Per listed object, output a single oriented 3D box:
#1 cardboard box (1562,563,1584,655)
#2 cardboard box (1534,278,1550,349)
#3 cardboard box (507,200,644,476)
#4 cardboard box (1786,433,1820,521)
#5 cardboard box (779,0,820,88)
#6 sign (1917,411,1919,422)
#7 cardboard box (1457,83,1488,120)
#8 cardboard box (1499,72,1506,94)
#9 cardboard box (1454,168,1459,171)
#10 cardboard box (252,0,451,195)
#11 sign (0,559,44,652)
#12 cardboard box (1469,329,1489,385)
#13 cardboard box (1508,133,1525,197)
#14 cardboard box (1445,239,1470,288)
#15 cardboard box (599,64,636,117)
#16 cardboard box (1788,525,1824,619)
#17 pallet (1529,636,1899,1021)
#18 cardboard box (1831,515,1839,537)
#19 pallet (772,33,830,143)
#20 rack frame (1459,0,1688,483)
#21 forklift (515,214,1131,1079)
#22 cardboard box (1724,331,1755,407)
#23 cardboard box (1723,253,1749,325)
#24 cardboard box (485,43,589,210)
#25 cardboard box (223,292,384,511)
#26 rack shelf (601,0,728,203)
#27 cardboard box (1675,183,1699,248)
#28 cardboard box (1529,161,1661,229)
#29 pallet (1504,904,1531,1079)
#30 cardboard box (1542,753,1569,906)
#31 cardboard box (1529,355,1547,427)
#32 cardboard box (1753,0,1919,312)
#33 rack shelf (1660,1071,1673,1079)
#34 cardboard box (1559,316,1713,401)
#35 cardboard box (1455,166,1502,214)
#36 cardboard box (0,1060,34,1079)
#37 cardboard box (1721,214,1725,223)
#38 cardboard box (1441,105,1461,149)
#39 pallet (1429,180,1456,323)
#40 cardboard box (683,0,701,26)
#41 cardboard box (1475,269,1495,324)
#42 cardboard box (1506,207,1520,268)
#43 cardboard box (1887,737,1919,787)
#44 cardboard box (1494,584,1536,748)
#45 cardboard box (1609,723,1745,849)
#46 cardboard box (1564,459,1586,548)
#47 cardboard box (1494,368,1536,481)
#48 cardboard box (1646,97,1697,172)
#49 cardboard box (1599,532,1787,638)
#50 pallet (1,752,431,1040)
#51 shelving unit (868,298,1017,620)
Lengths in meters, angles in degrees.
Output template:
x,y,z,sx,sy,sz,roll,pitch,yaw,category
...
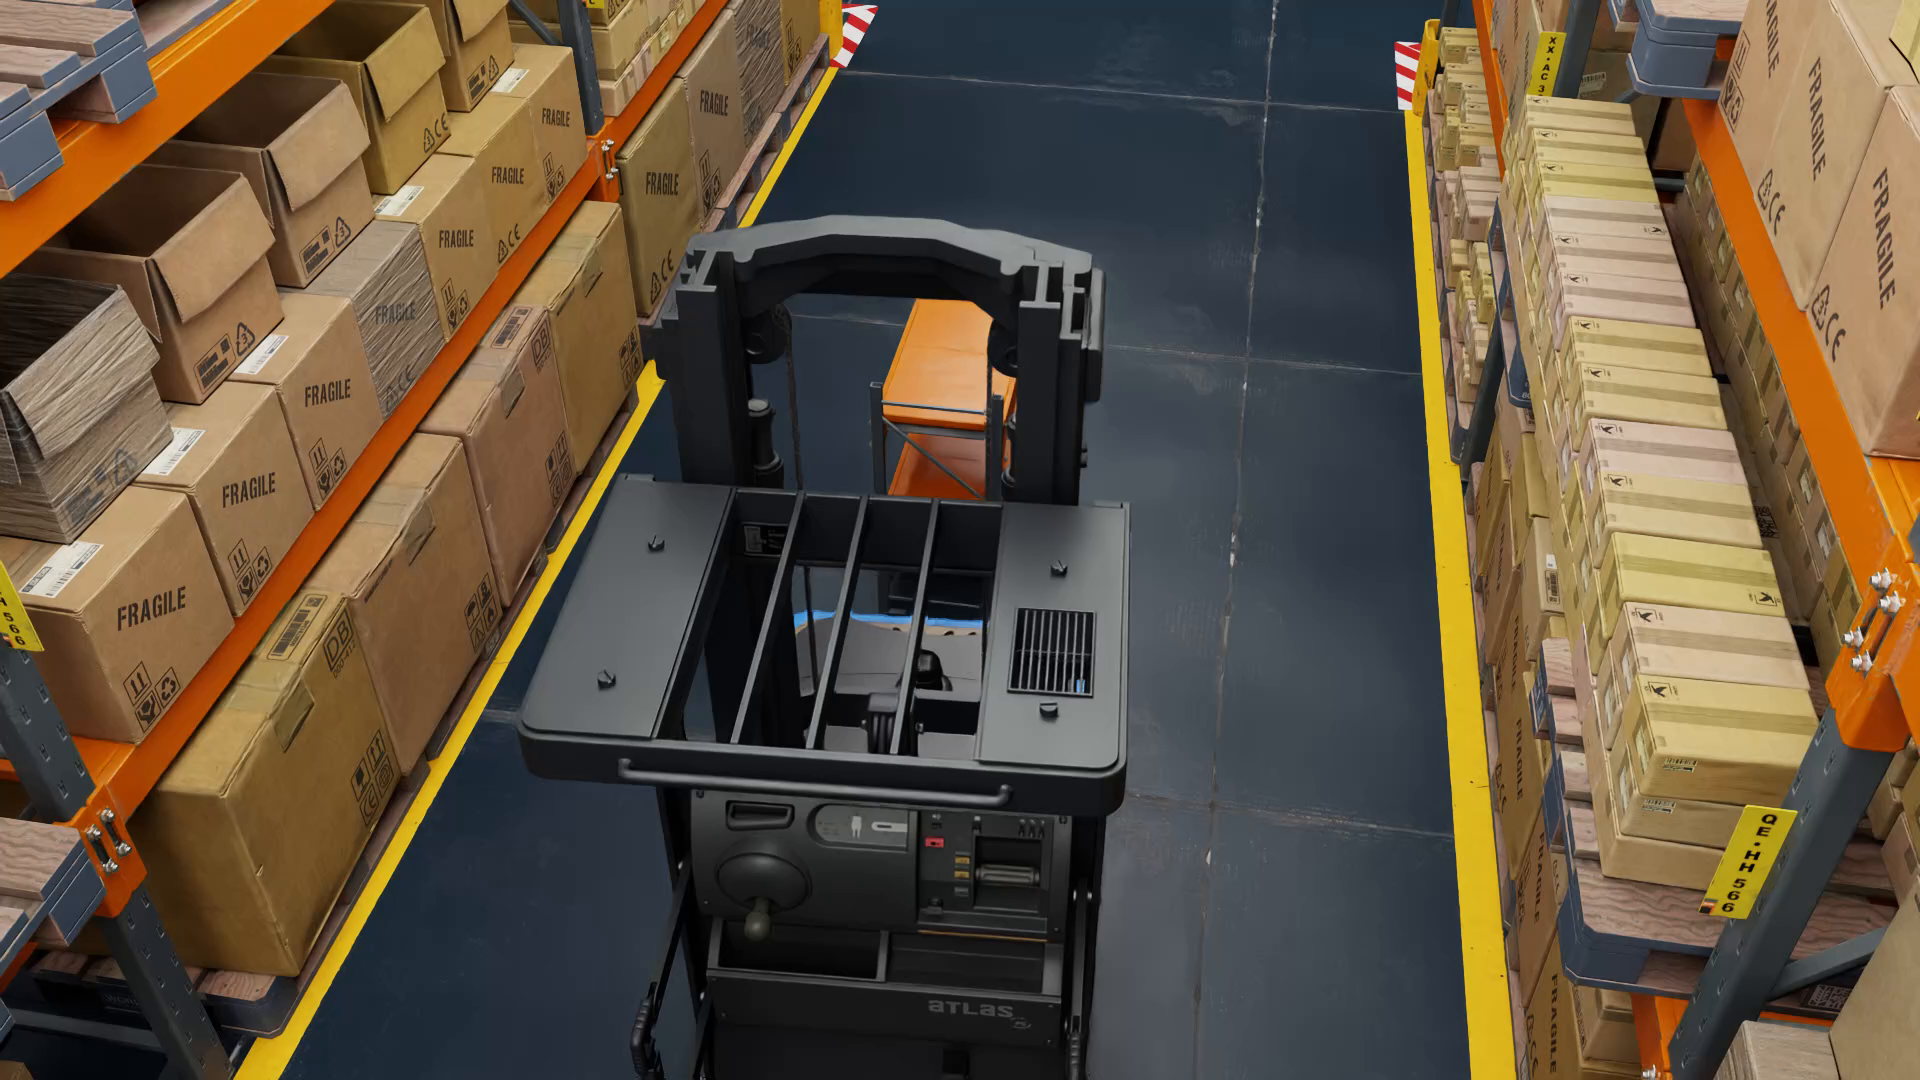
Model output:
x,y,z,sx,sy,sz,roll,pitch,yaw,category
1.858,0.210,4.510,0.380,0.149,0.250,6,40,7,cardboard box
2.084,-0.728,5.410,0.380,0.149,0.250,8,40,9,cardboard box
-2.177,-0.952,7.385,1.225,0.875,0.875,7,40,8,cardboard box
2.592,-0.161,4.725,0.380,0.149,0.250,6,40,7,cardboard box
-1.426,-3.455,10.413,0.875,0.875,0.875,6,40,8,cardboard box
1.555,-0.308,2.509,0.100,0.325,0.005,6,40,8,sign
2.988,-2.418,9.262,0.380,0.149,0.250,5,40,5,cardboard box
2.729,-2.178,7.727,0.380,0.149,0.250,5,40,6,cardboard box
2.964,-2.033,9.263,0.380,0.149,0.250,6,40,8,cardboard box
-2.319,-1.606,5.973,0.797,0.503,0.637,7,40,8,cardboard box
-2.242,0.136,3.885,0.100,0.325,0.005,6,40,8,sign
2.523,-0.813,7.553,0.380,0.149,0.250,7,40,9,cardboard box
2.260,-1.385,6.206,0.380,0.149,0.250,7,40,8,cardboard box
2.693,-1.399,8.495,0.380,0.149,0.250,6,40,8,cardboard box
-1.707,-2.065,7.590,0.380,0.149,0.250,6,40,8,cardboard box
2.547,0.110,4.630,0.380,0.149,0.250,8,40,9,cardboard box
2.108,0.723,4.172,1.213,0.211,1.003,6,40,8,pallet
2.542,-0.113,4.434,0.380,0.149,0.250,8,40,10,cardboard box
-1.455,-2.938,10.638,1.003,0.211,1.213,6,40,8,pallet
2.781,-1.402,6.592,1.000,3.000,0.127,6,40,8,rack frame
-0.212,0.875,3.892,1.130,2.935,3.031,3,40,4,forklift
2.732,-0.544,5.422,0.380,0.149,0.250,5,40,6,cardboard box
2.774,-0.817,5.519,0.380,0.149,0.250,5,40,6,cardboard box
-1.898,-1.727,6.907,0.500,0.500,0.500,7,40,8,cardboard box
-2.254,-0.462,5.376,0.500,0.500,0.500,6,40,7,cardboard box
-1.740,-2.990,9.077,1.077,0.370,4.000,6,40,8,rack shelf
2.908,-1.196,6.210,0.380,0.149,0.250,6,40,7,cardboard box
2.171,-1.164,5.704,0.380,0.149,0.250,7,40,8,cardboard box
2.226,1.693,5.037,1.003,0.211,1.213,6,40,8,pallet
2.026,0.844,4.918,0.500,0.250,0.500,7,40,8,cardboard box
2.040,-0.451,5.308,0.380,0.149,0.250,6,40,7,cardboard box
2.012,-0.788,3.417,0.500,0.500,0.500,6,40,8,cardboard box
1.743,2.641,2.267,1.077,0.370,4.000,6,40,8,rack shelf
1.994,-0.519,4.924,0.380,0.149,0.250,8,40,9,cardboard box
2.740,-1.773,8.482,0.380,0.149,0.250,5,40,6,cardboard box
-2.875,1.714,4.439,0.700,0.500,0.500,4,40,5,cardboard box
2.812,-1.092,5.618,0.380,0.149,0.250,5,40,6,cardboard box
2.921,-2.312,9.366,0.380,0.149,0.250,8,40,9,cardboard box
3.072,-1.521,8.924,1.003,0.211,1.213,6,40,8,pallet
-1.529,-2.721,8.384,0.380,0.149,0.250,6,40,7,cardboard box
2.592,-1.111,7.681,0.380,0.149,0.250,7,40,8,cardboard box
2.218,-1.096,6.089,0.380,0.149,0.250,7,40,8,cardboard box
2.416,0.477,3.953,0.380,0.149,0.250,8,40,10,cardboard box
2.225,0.496,5.928,0.500,0.500,0.500,7,40,8,cardboard box
1.726,0.568,3.843,0.380,0.149,0.250,7,40,9,cardboard box
1.903,-0.078,4.624,0.380,0.149,0.250,6,40,7,cardboard box
2.393,-0.455,6.490,0.500,0.250,0.500,5,40,6,cardboard box
3.115,-1.838,6.808,0.500,0.500,0.500,6,40,7,cardboard box
1.814,0.134,4.135,0.380,0.149,0.250,8,40,9,cardboard box
-2.568,1.086,5.771,1.003,0.211,1.213,6,40,8,pallet
0.001,-0.438,6.897,0.538,1.125,1.048,6,40,8,shelving unit
